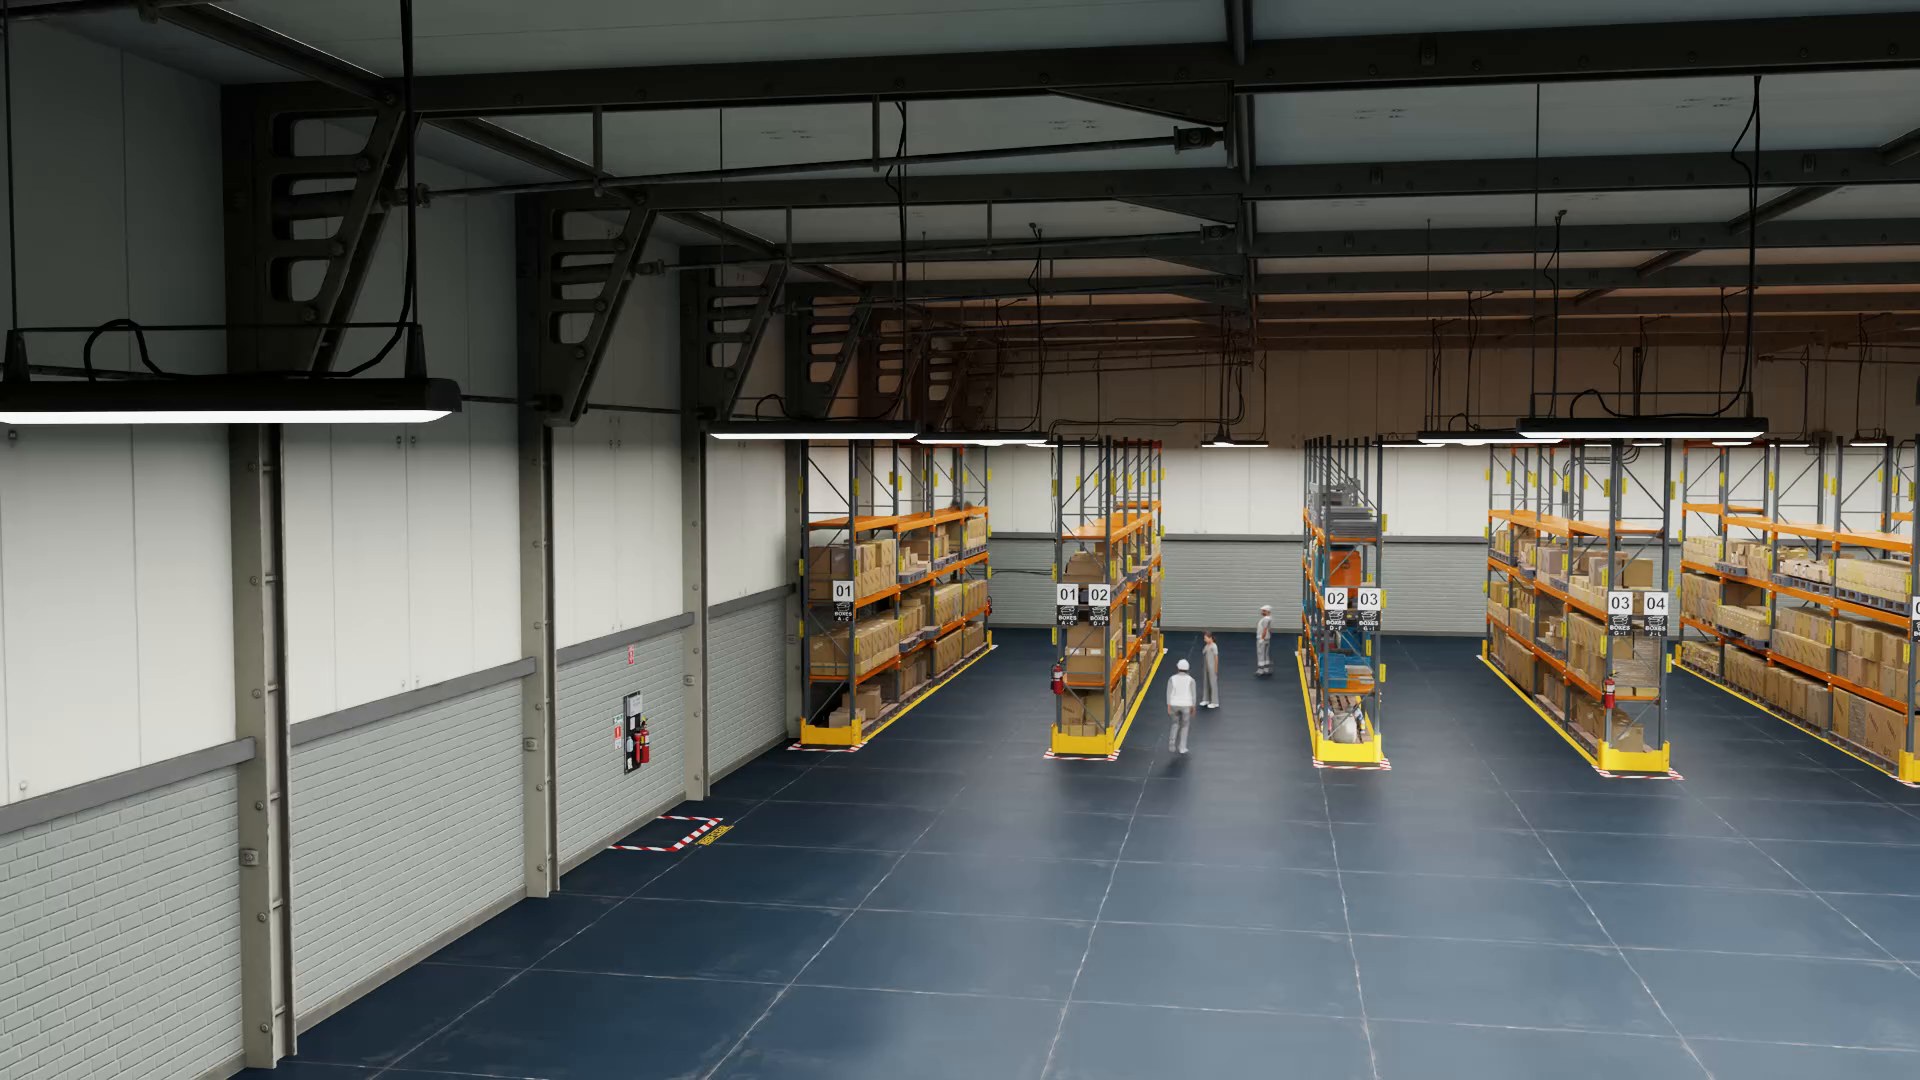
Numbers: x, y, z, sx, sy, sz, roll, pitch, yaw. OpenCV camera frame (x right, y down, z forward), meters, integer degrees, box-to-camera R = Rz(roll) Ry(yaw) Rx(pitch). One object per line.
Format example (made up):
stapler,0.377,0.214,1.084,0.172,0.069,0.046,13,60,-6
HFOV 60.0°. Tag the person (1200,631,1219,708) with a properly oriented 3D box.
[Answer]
person,5.570,2.876,37.111,0.378,1.677,0.525,-1,3,-17

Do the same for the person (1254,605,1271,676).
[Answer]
person,7.708,2.546,42.283,0.444,1.792,0.573,2,4,29

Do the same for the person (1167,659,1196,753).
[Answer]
person,4.174,3.126,31.299,0.526,1.767,0.481,2,4,32
